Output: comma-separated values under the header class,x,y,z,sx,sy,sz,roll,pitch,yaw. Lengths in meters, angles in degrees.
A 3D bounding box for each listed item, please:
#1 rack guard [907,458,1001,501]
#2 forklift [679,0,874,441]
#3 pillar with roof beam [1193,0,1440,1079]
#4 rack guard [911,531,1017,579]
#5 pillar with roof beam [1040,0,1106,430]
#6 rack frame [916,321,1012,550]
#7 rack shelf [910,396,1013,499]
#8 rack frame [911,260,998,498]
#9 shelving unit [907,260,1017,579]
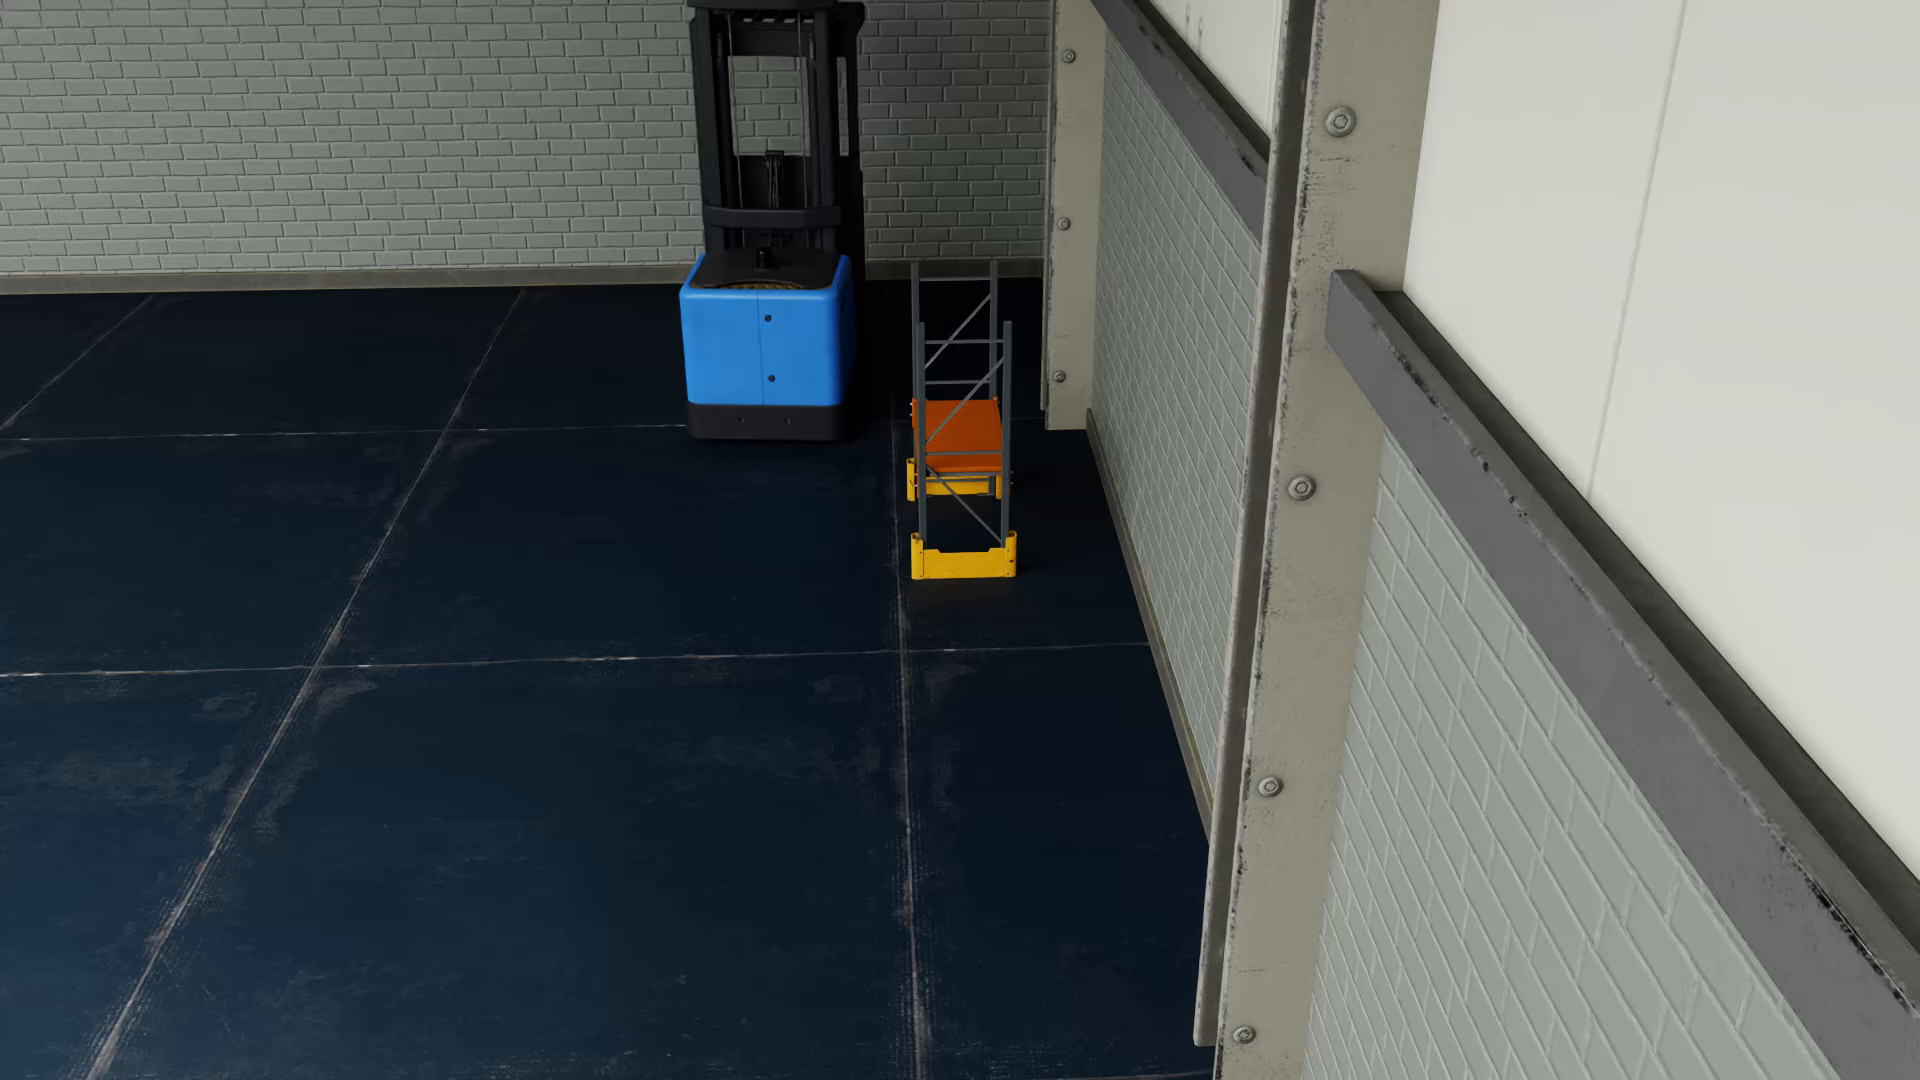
class,x,y,z,sx,sy,sz,roll,pitch,yaw
rack guard,-0.030,-0.376,10.201,0.587,0.250,0.087,-1,28,-3
forklift,-1.214,-2.590,11.546,1.130,2.935,3.031,1,28,2
pillar with roof beam,-3.266,-1.951,3.759,9.100,9.000,0.400,-1,28,-3
rack guard,0.022,0.084,9.319,0.587,0.250,0.087,-1,28,-3
pillar with roof beam,-3.579,-4.722,9.072,9.100,9.000,0.400,-1,28,-3
rack frame,0.022,-0.470,9.029,0.500,1.500,0.032,-1,28,-3
rack shelf,-0.004,-0.545,9.562,0.538,0.185,1.000,-1,28,-3
rack frame,-0.031,-0.939,9.929,0.500,1.500,0.032,-1,28,-3
shelving unit,-0.004,-0.700,9.471,0.587,1.500,1.083,-1,28,-3
